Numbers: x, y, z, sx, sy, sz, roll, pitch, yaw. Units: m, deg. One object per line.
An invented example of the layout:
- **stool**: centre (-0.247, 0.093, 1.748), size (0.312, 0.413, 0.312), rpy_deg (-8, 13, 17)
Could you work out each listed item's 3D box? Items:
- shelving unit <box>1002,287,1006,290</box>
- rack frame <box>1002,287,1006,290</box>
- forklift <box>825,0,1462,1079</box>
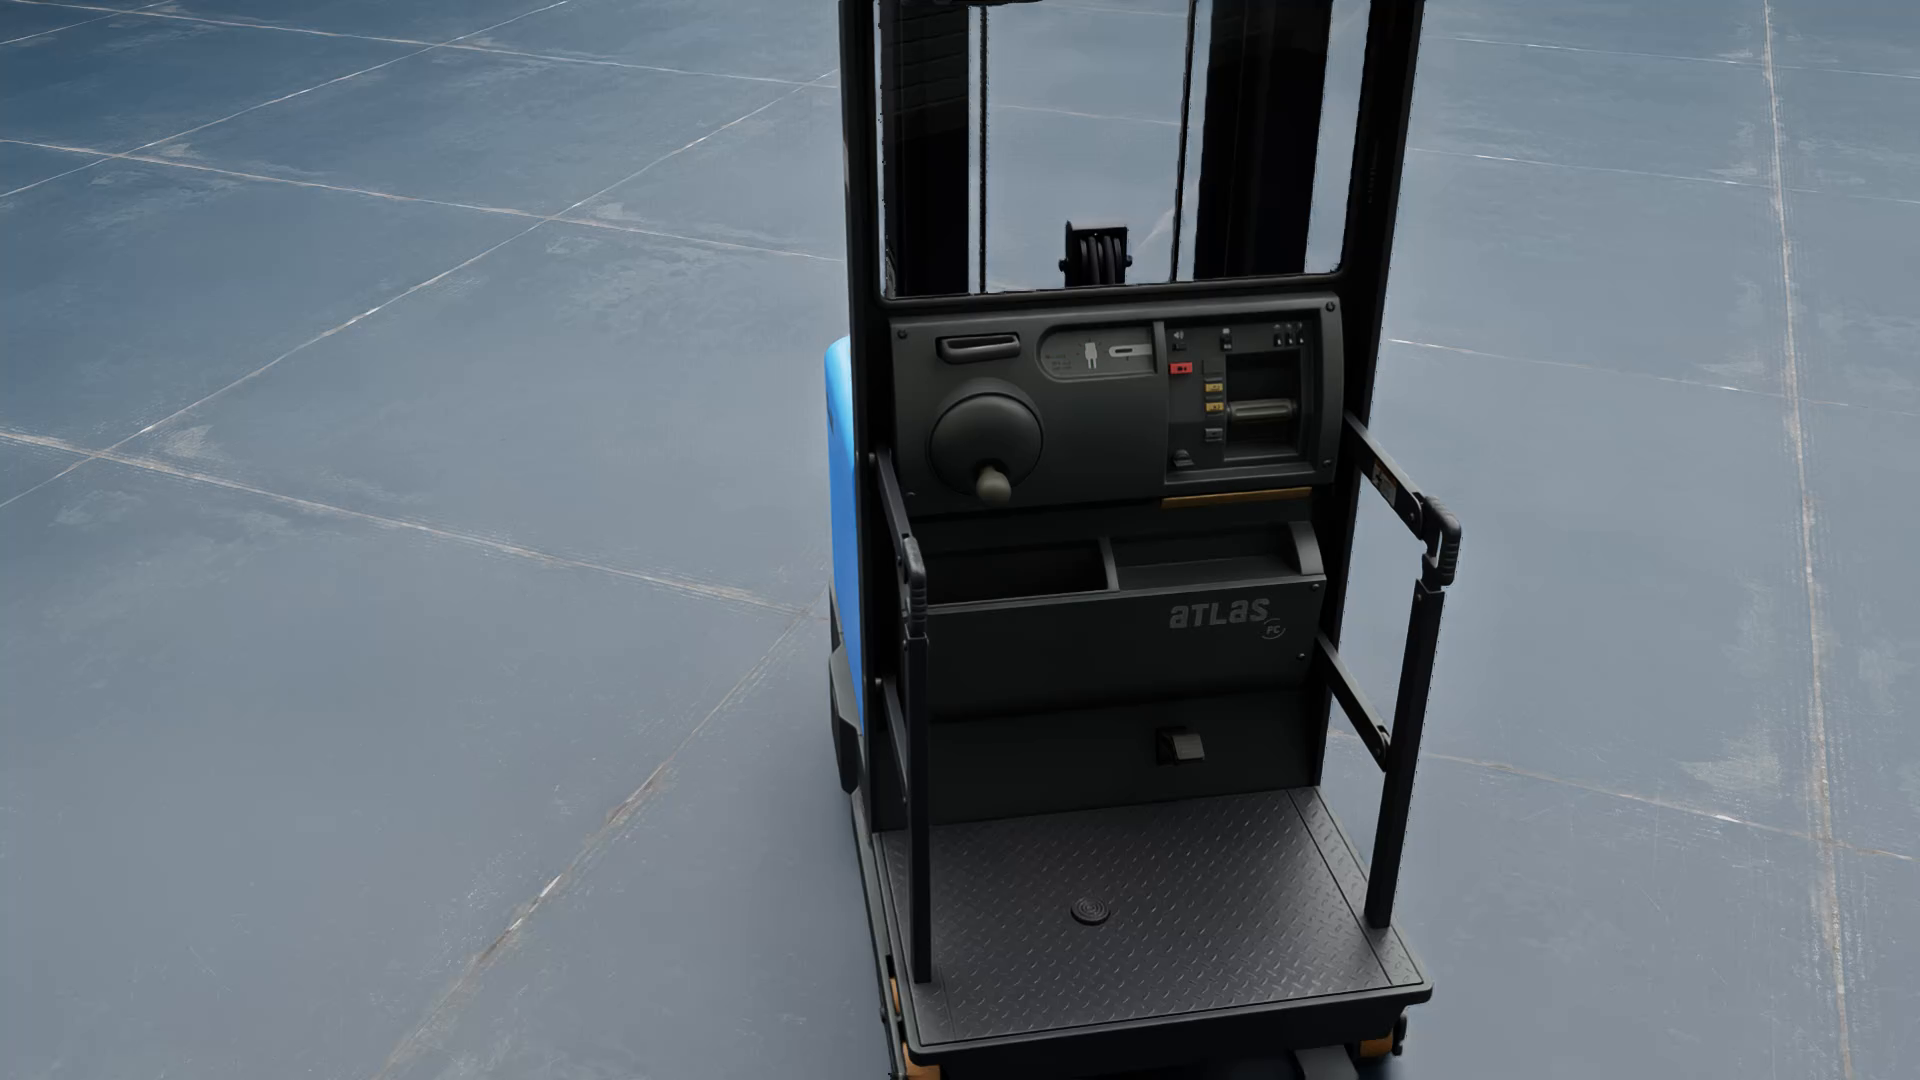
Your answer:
- **shelving unit**: centre (0.008, -0.390, 5.526), size (0.210, 0.900, 0.258), rpy_deg (11, 31, 19)
- **rack frame**: centre (0.102, -0.371, 5.493), size (0.006, 0.900, 0.240), rpy_deg (11, 31, 19)
- **forklift**: centre (0.363, -0.235, 3.186), size (1.130, 2.935, 3.031), rpy_deg (-5, 30, -8)
